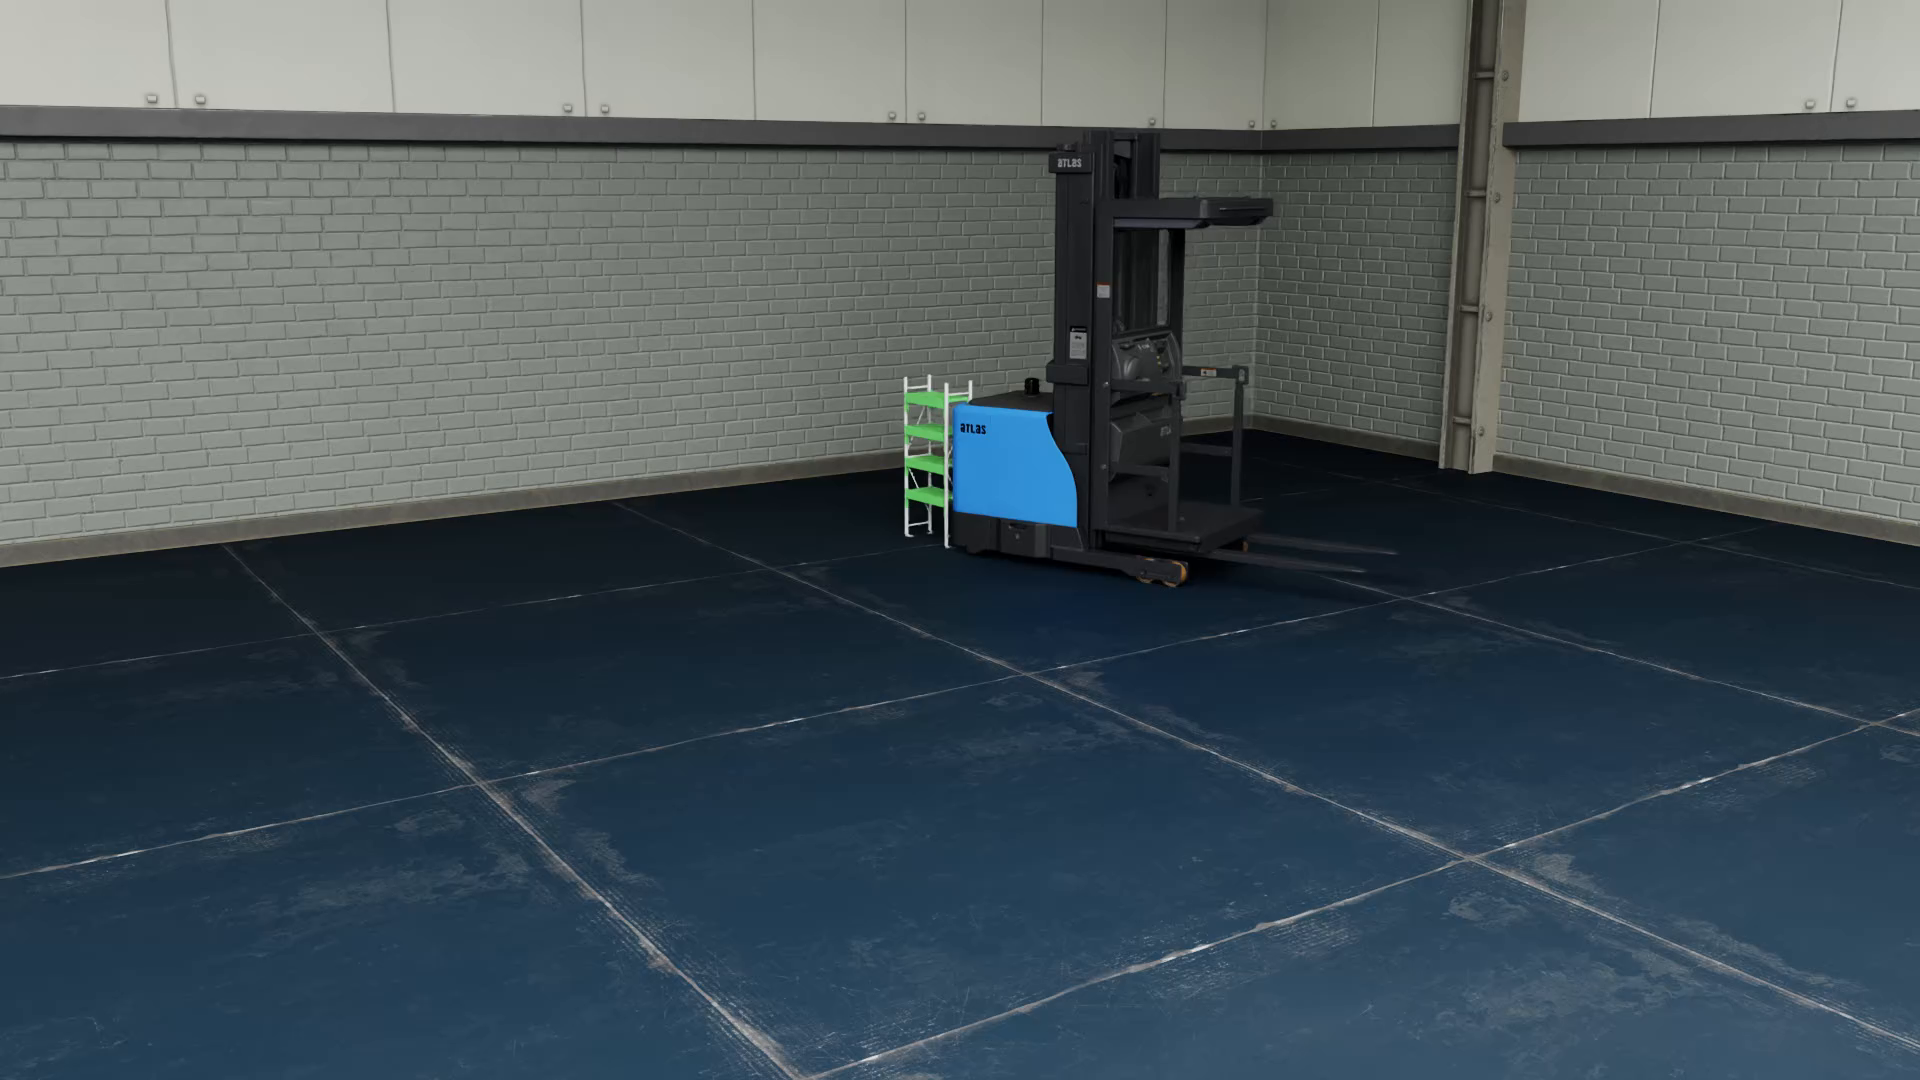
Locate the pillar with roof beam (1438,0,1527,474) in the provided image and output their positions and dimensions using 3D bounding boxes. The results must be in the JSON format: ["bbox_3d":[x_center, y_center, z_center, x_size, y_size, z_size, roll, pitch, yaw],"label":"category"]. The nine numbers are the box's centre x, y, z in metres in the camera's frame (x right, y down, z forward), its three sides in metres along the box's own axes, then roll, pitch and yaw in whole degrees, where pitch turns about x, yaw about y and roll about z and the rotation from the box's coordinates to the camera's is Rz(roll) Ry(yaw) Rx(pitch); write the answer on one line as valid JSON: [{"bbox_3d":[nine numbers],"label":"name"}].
[{"bbox_3d":[1.089,-4.541,12.061,9.100,9.000,0.400,-8,15,-33],"label":"pillar with roof beam"}]

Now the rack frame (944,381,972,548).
[{"bbox_3d":[-0.012,-0.546,12.048,0.240,1.200,0.015,-10,16,-37],"label":"rack frame"}]

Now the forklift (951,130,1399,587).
[{"bbox_3d":[1.447,-1.252,11.227,3.031,2.935,1.130,8,15,32],"label":"forklift"}]

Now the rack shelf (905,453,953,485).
[{"bbox_3d":[-0.163,-0.524,12.249,0.258,0.148,0.480,-10,16,-37],"label":"rack shelf"}]

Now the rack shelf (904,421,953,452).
[{"bbox_3d":[-0.163,-0.759,12.198,0.258,0.148,0.480,-10,16,-37],"label":"rack shelf"}]

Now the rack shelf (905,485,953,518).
[{"bbox_3d":[-0.163,-0.290,12.300,0.258,0.148,0.480,-10,16,-37],"label":"rack shelf"}]

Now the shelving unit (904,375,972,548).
[{"bbox_3d":[-0.163,-0.587,12.236,0.258,1.200,0.503,-10,16,-37],"label":"shelving unit"}]

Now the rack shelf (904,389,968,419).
[{"bbox_3d":[-0.163,-0.993,12.147,0.258,0.148,0.480,-10,16,-37],"label":"rack shelf"}]

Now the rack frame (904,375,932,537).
[{"bbox_3d":[-0.314,-0.628,12.423,0.240,1.200,0.015,-10,16,-37],"label":"rack frame"}]
